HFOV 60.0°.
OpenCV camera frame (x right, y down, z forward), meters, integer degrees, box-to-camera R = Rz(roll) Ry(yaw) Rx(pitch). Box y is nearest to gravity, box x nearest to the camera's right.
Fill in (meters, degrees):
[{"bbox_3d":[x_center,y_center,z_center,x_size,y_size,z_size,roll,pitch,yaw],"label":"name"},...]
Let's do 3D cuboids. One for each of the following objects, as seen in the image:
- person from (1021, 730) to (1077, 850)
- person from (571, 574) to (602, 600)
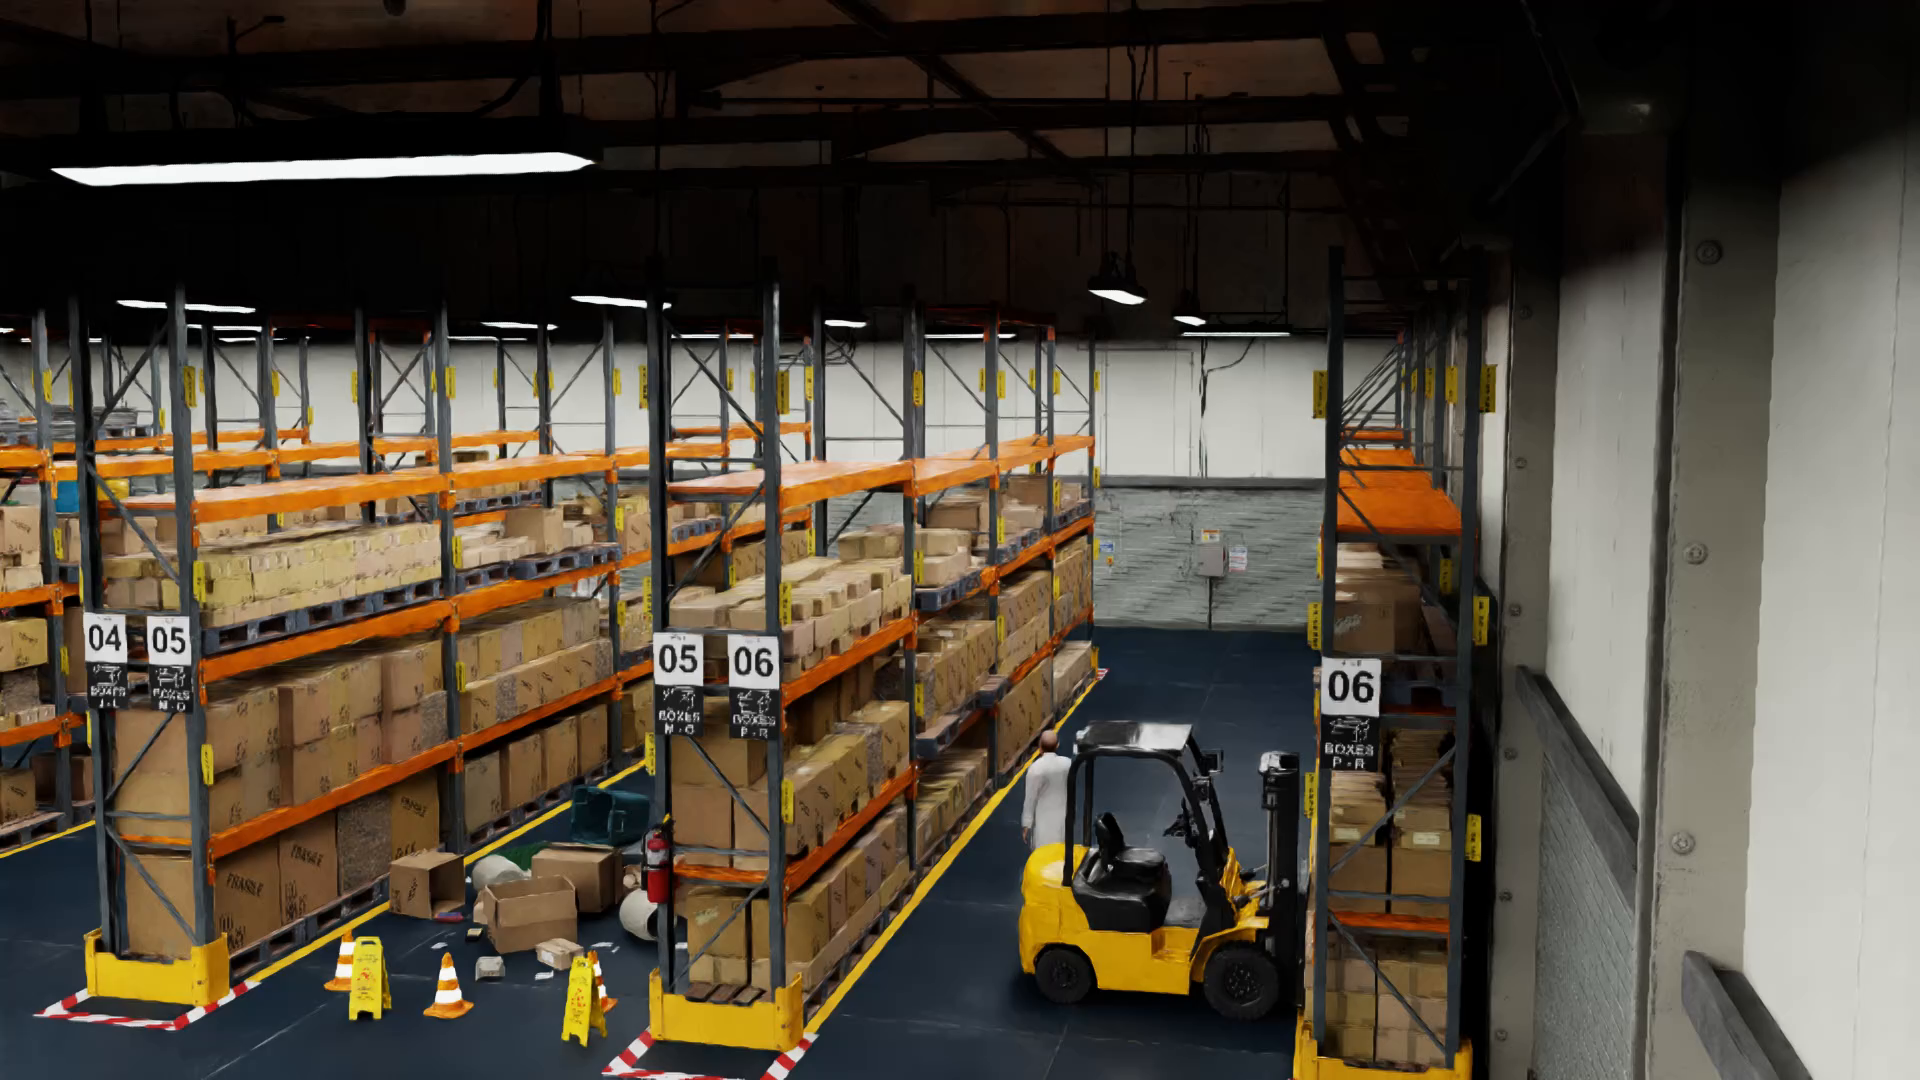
[{"bbox_3d":[0.816,2.670,15.773,0.636,1.775,0.677,6,8,44],"label":"person"},{"bbox_3d":[-7.188,1.053,31.980,0.591,1.777,0.573,-2,6,-22],"label":"person"}]
